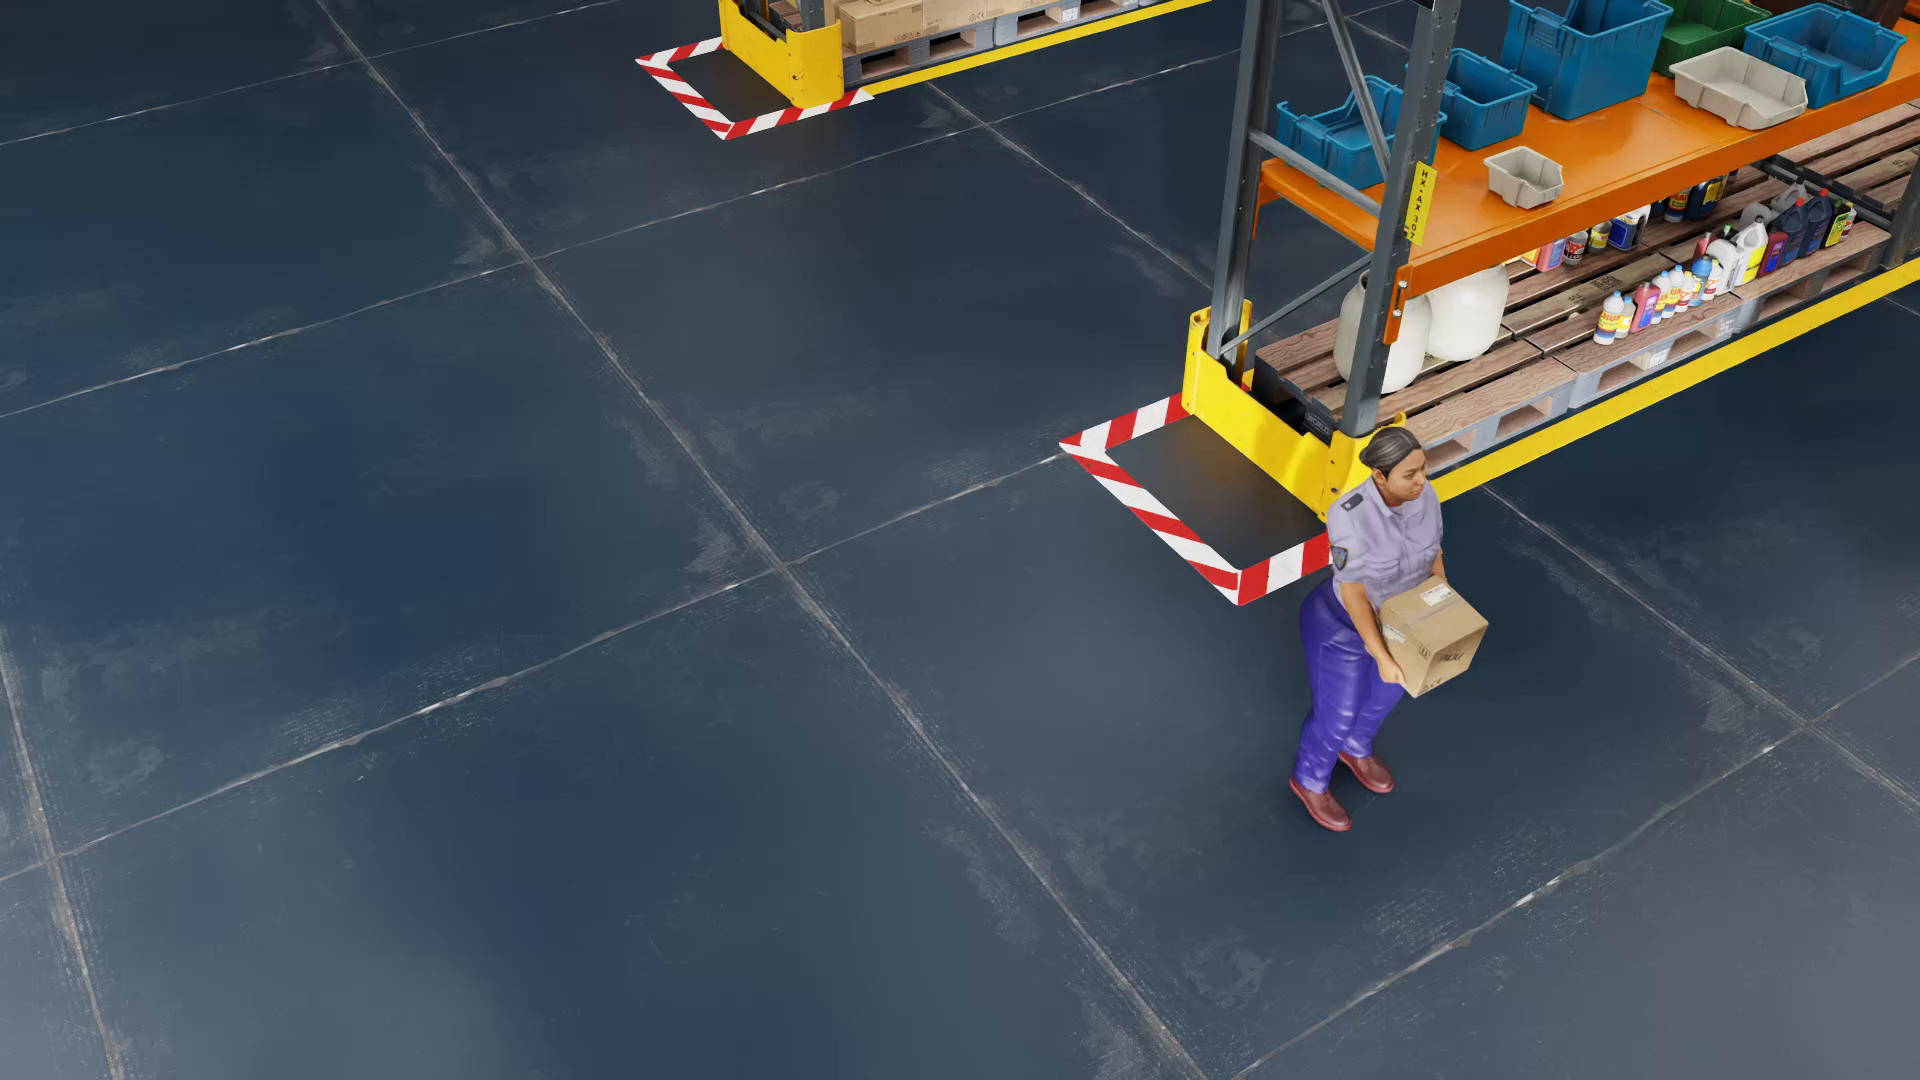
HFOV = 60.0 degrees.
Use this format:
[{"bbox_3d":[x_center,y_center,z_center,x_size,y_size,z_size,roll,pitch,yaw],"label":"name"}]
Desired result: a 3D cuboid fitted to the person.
[{"bbox_3d":[1.465,0.334,5.793,0.441,1.646,0.519,-23,46,-24],"label":"person"}]
